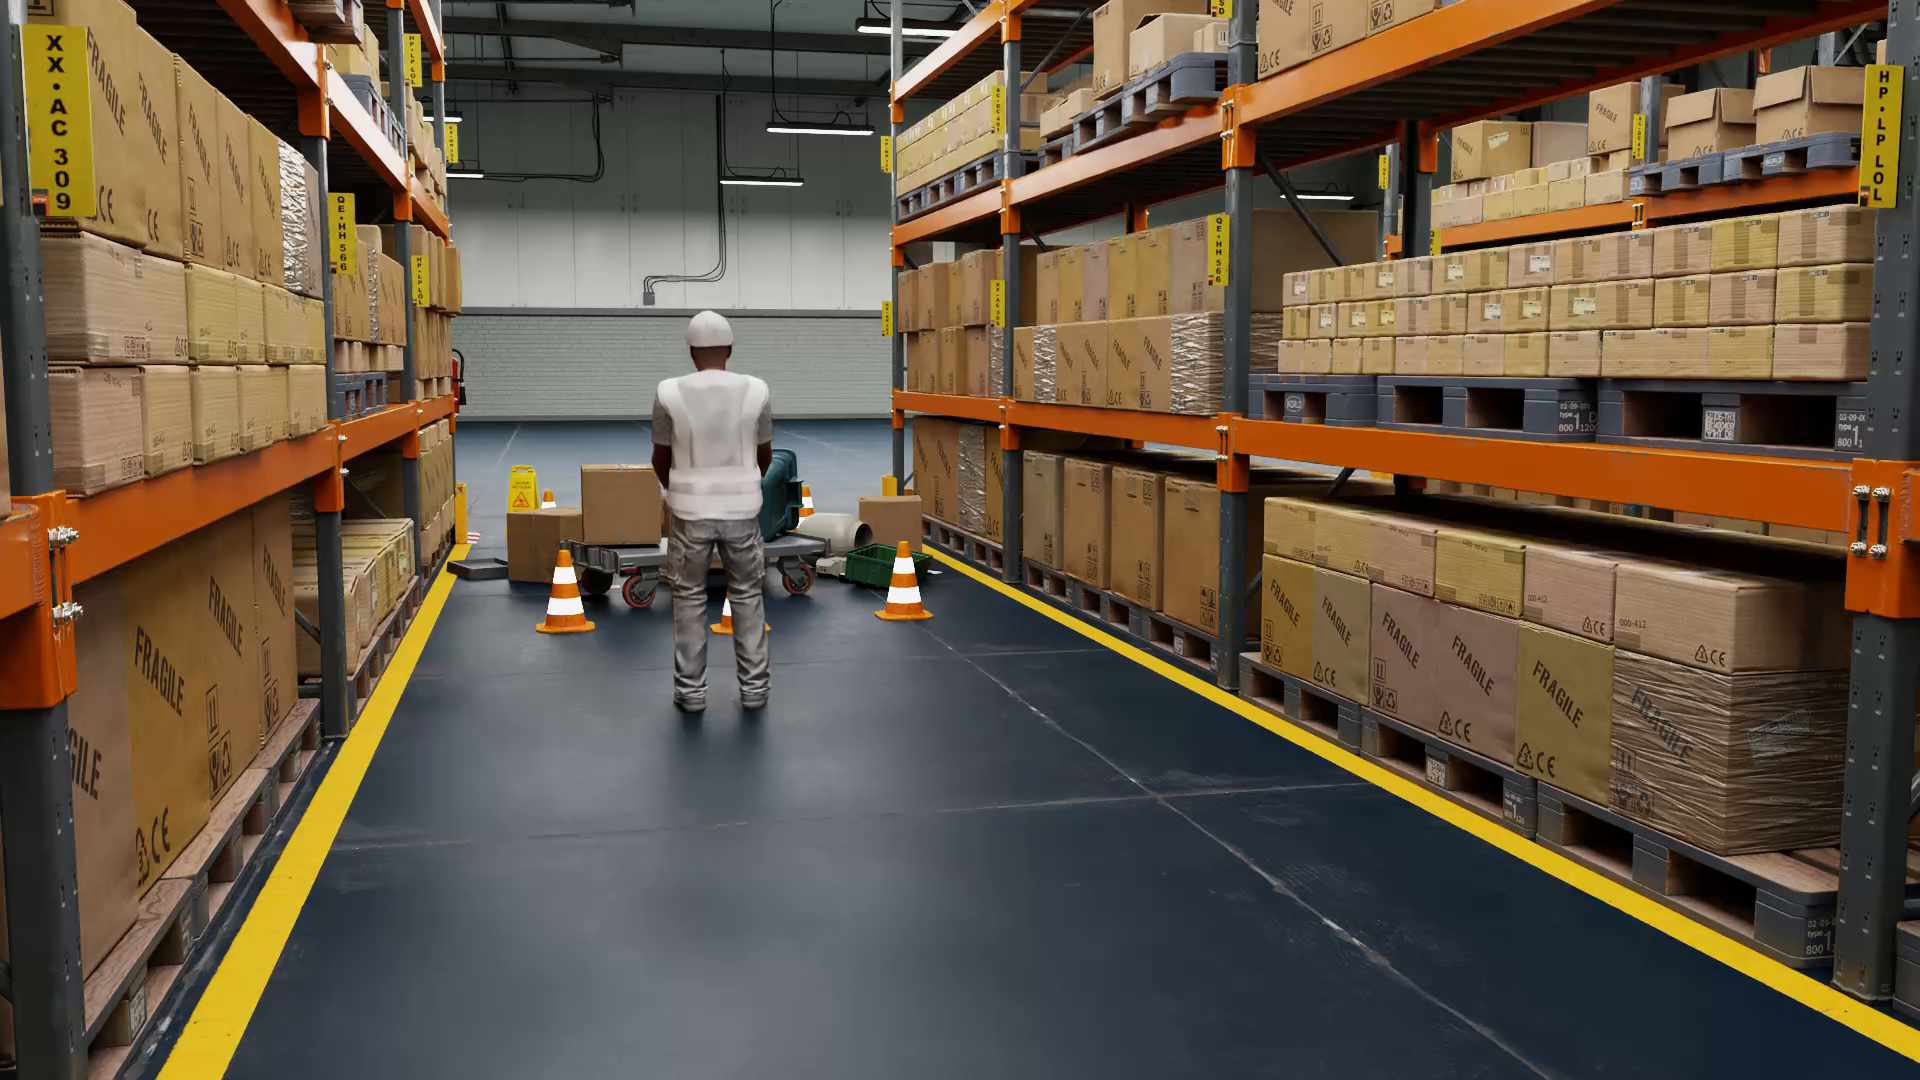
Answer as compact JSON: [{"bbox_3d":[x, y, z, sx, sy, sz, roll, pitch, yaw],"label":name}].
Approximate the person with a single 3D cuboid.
[{"bbox_3d":[-1.123,-0.134,7.547,0.546,1.788,0.509,-2,6,-14],"label":"person"}]
